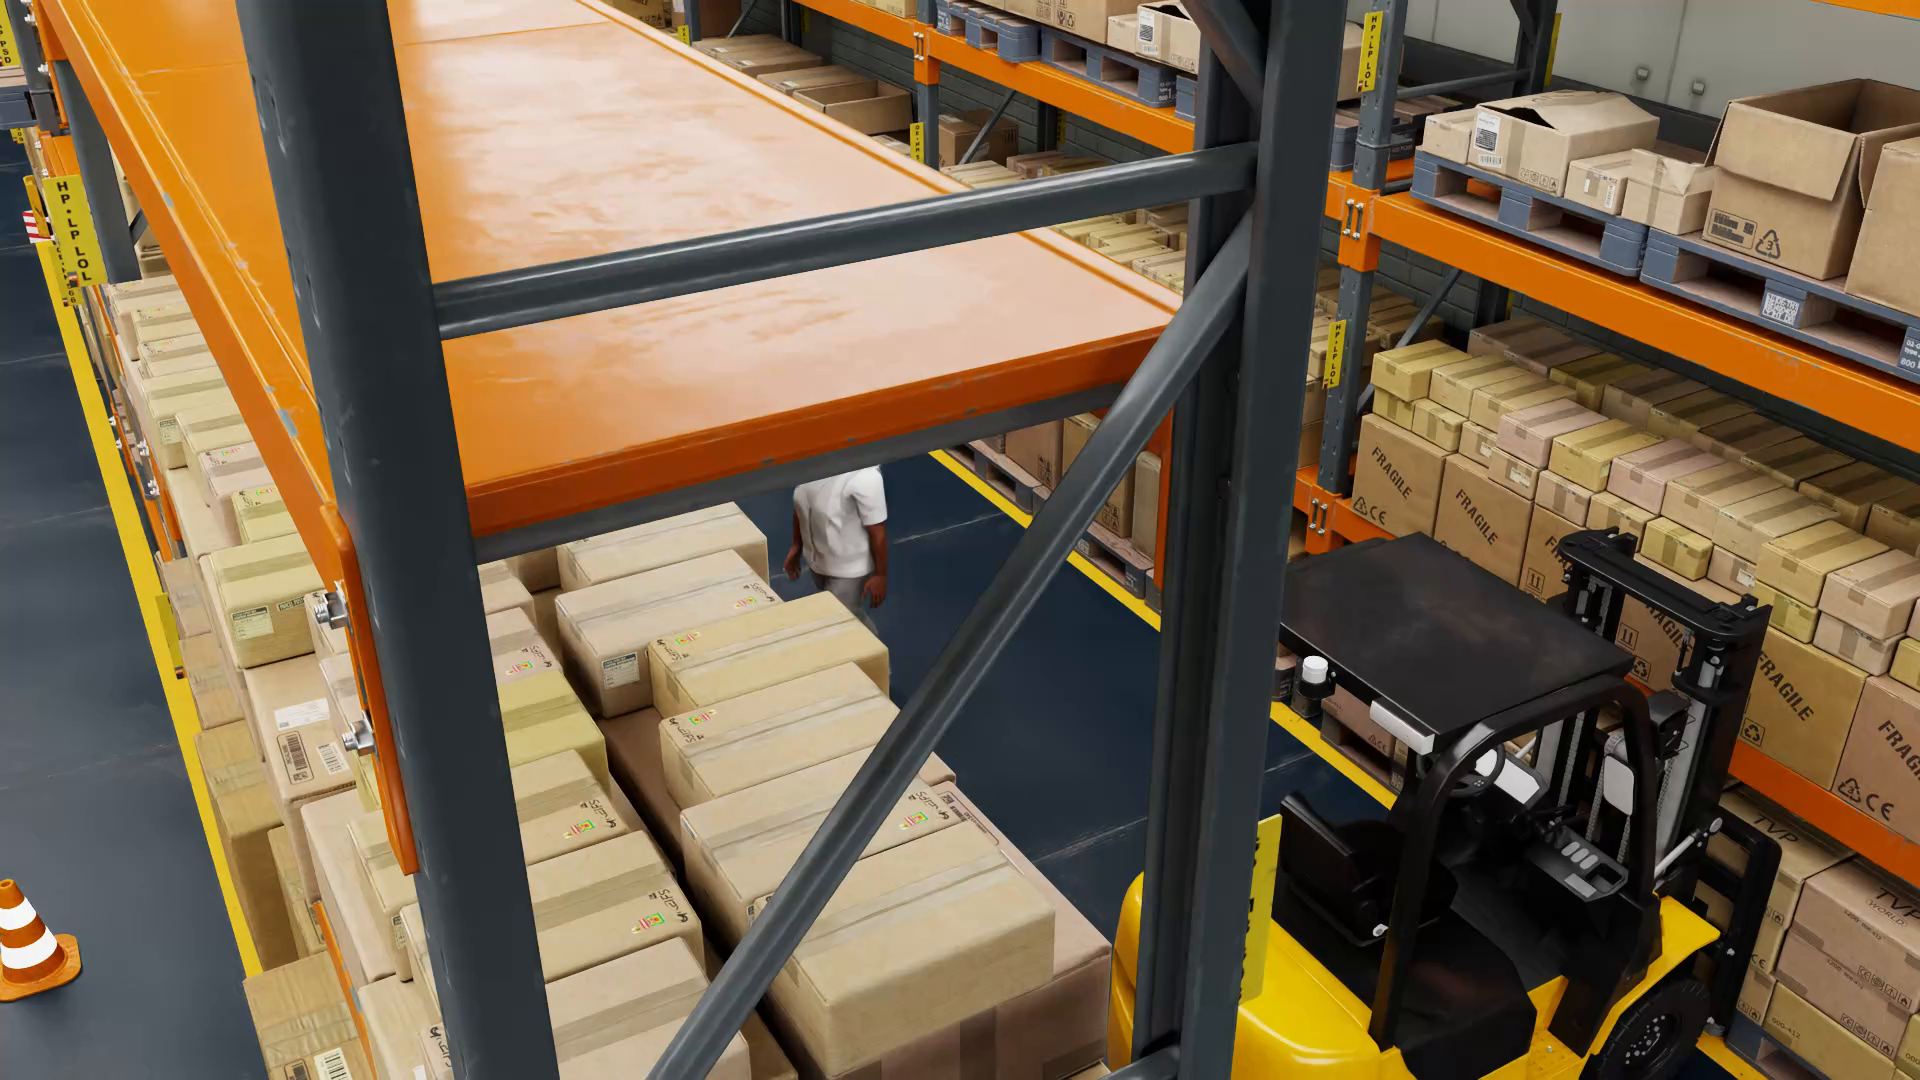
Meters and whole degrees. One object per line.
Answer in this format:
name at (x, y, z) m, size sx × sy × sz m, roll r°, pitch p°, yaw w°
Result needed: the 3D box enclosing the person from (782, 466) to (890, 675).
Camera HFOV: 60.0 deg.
person at (-0.682, 0.127, 8.276) m, size 0.783 × 1.746 × 0.589 m, roll -21°, pitch 35°, yaw -33°
